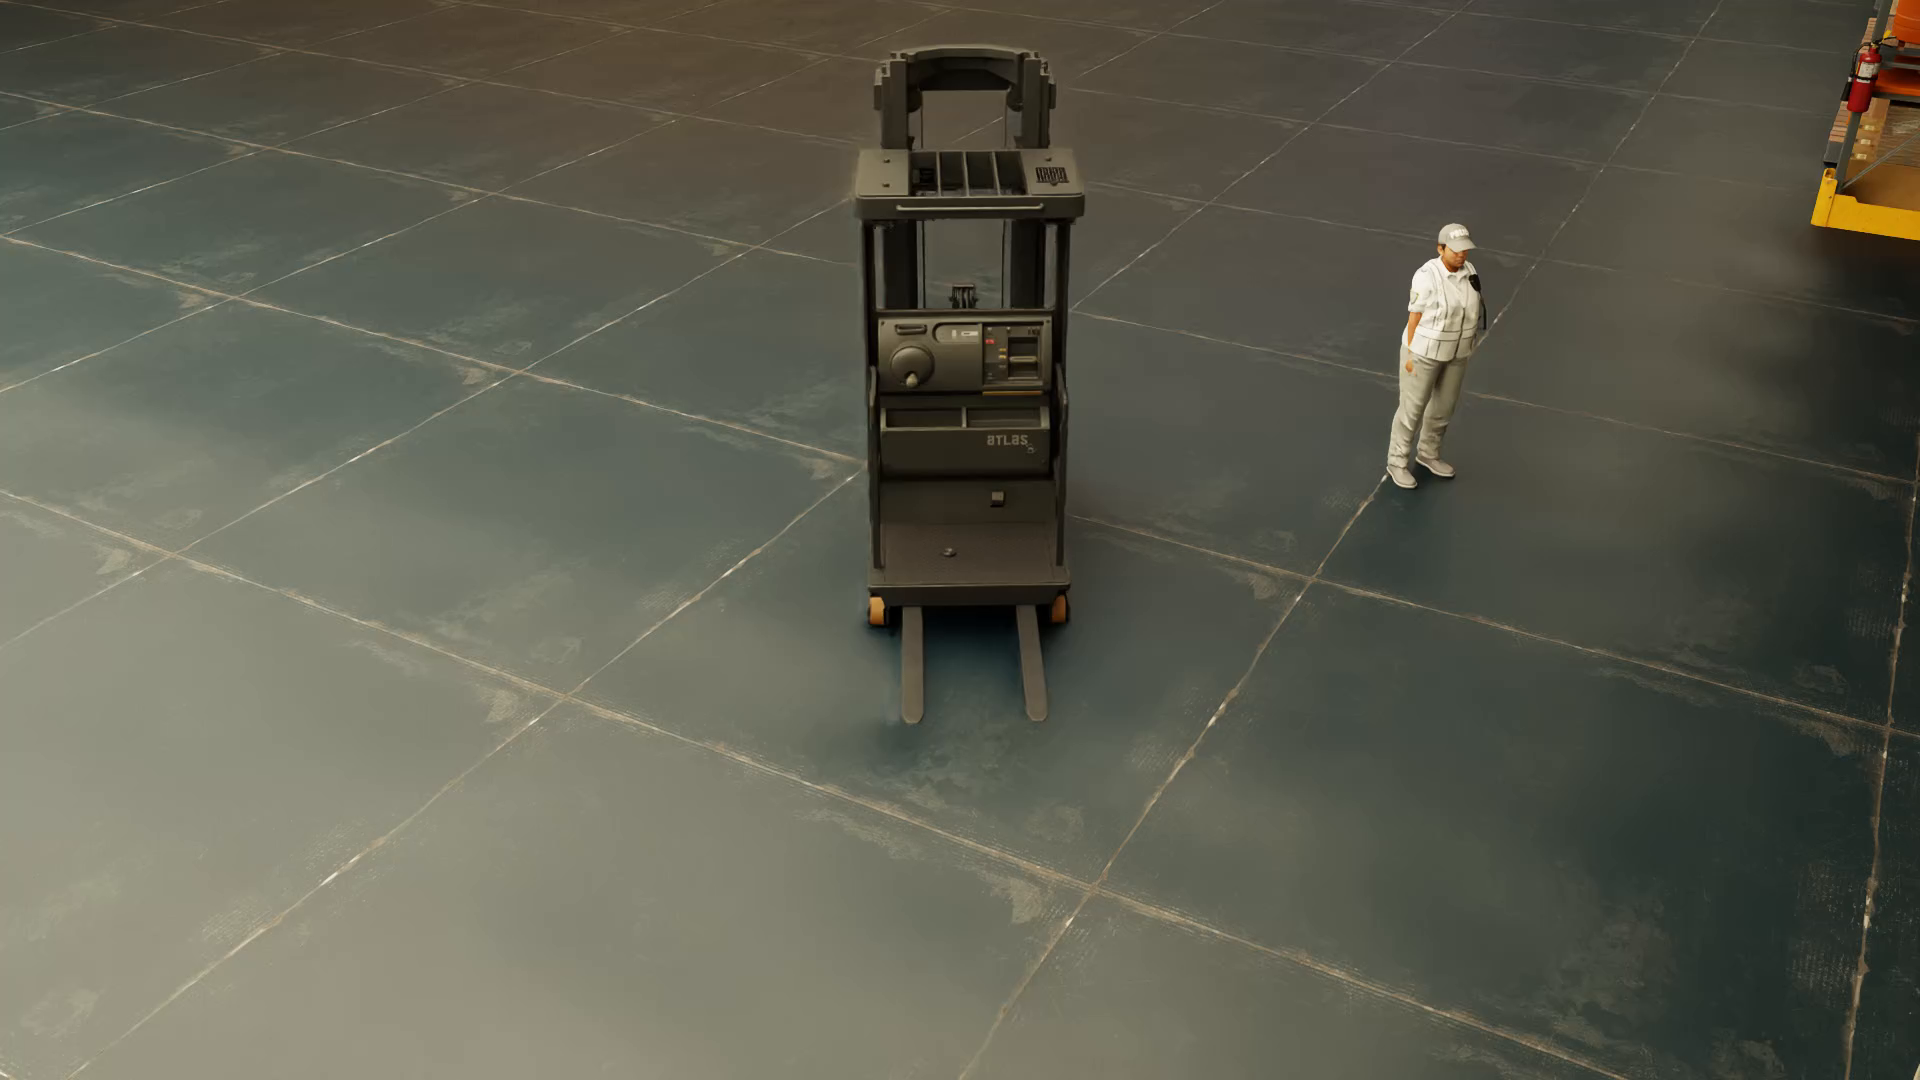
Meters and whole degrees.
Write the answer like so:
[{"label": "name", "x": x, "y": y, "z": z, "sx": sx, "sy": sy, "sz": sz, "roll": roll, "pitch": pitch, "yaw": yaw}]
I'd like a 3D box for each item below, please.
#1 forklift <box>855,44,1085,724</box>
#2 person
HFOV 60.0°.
[{"label": "forklift", "x": 0.037, "y": -0.954, "z": 8.724, "sx": 1.130, "sy": 2.935, "sz": 3.031, "roll": -1, "pitch": 30, "yaw": -1}, {"label": "person", "x": 2.966, "y": -1.158, "z": 10.352, "sx": 0.486, "sy": 1.668, "sz": 0.395, "roll": -14, "pitch": 33, "yaw": -23}]
